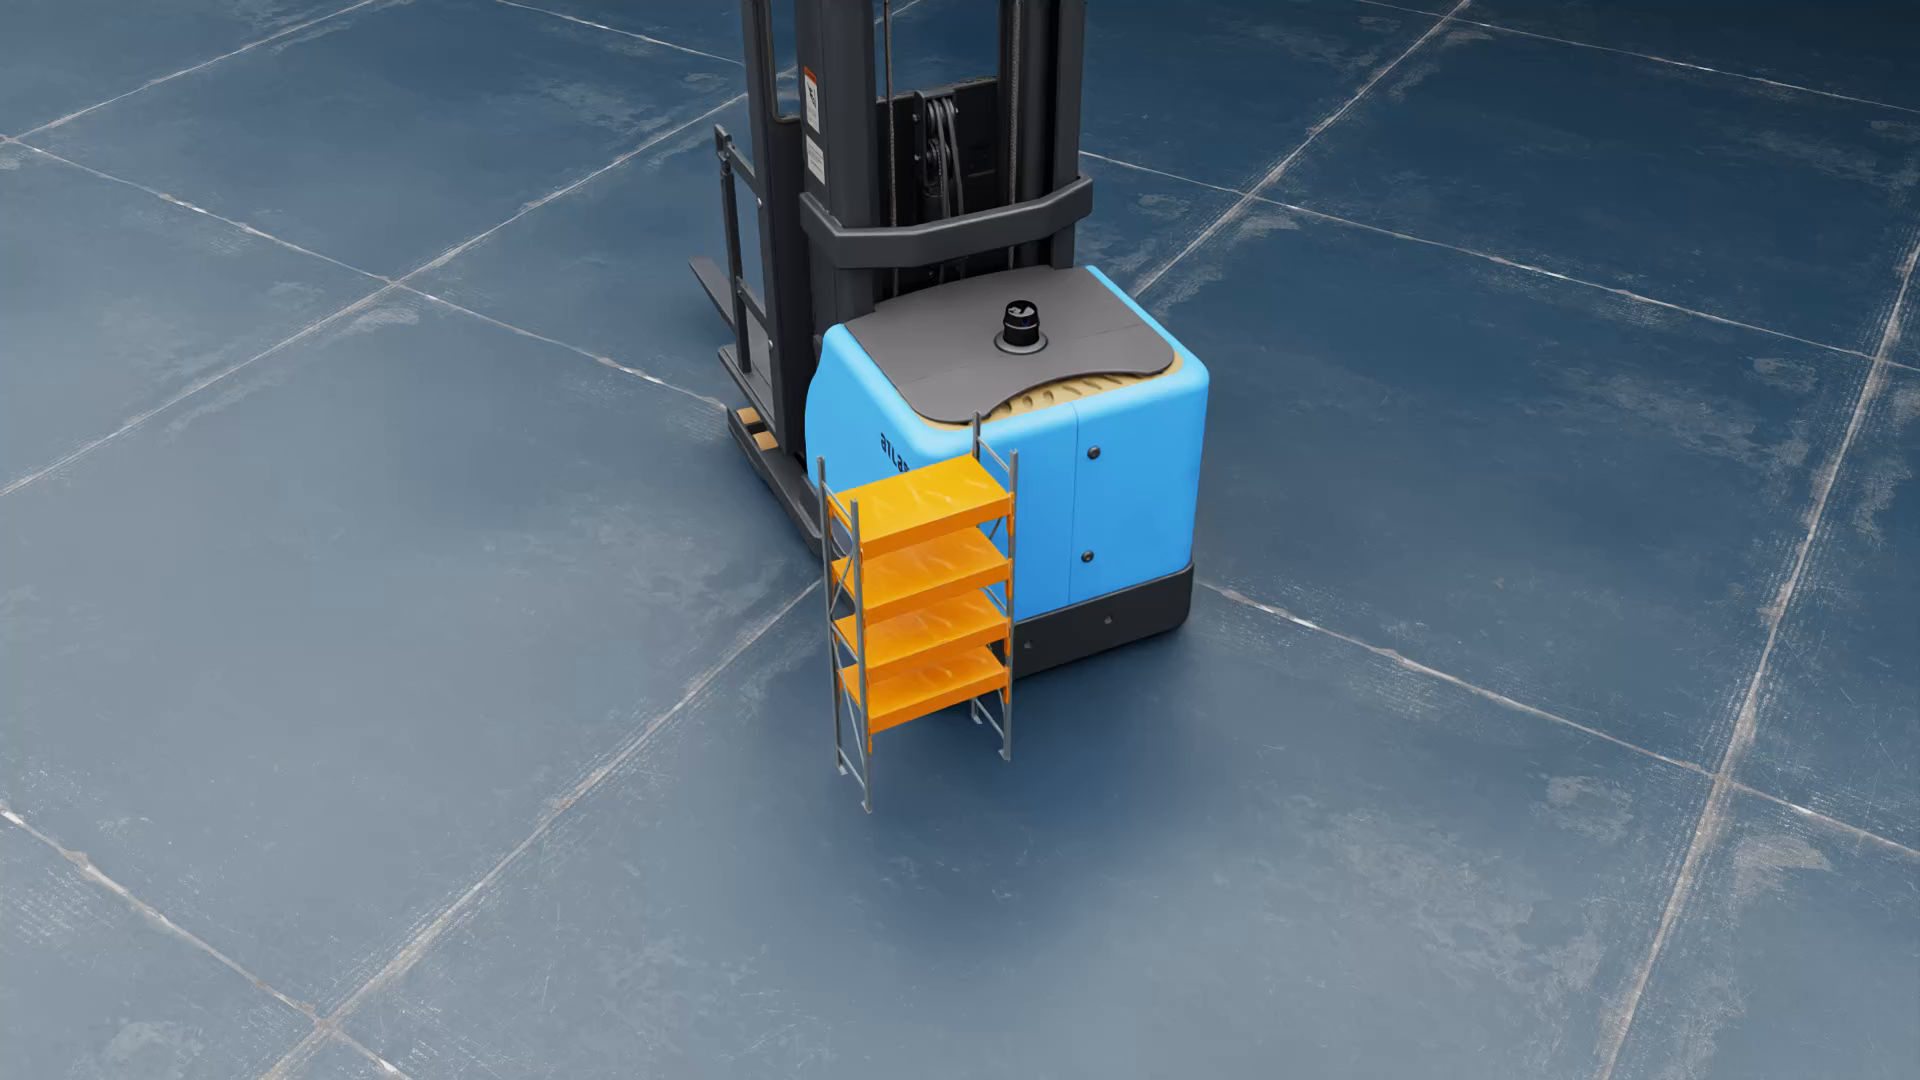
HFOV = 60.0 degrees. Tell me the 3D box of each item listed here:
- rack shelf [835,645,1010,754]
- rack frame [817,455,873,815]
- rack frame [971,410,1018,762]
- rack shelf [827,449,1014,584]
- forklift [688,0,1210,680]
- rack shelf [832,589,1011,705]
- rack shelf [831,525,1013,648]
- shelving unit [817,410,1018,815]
[{"bbox_3d":[-0.117,0.449,5.120,0.480,0.148,0.258,-18,41,-22],"label":"rack shelf"},{"bbox_3d":[-0.333,0.308,4.868,0.015,1.200,0.240,-18,41,-22],"label":"rack frame"},{"bbox_3d":[0.099,0.169,5.047,0.015,1.200,0.240,-18,41,-22],"label":"rack frame"},{"bbox_3d":[-0.117,-0.072,4.718,0.480,0.148,0.258,-18,41,-22],"label":"rack shelf"},{"bbox_3d":[-0.284,-1.528,5.832,1.130,2.935,3.031,-16,40,-20],"label":"forklift"},{"bbox_3d":[-0.117,0.292,4.999,0.480,0.148,0.258,-18,41,-22],"label":"rack shelf"},{"bbox_3d":[-0.117,0.115,4.862,0.480,0.148,0.258,-18,41,-22],"label":"rack shelf"},{"bbox_3d":[-0.117,0.239,4.957,0.503,1.200,0.258,-18,41,-22],"label":"shelving unit"}]
